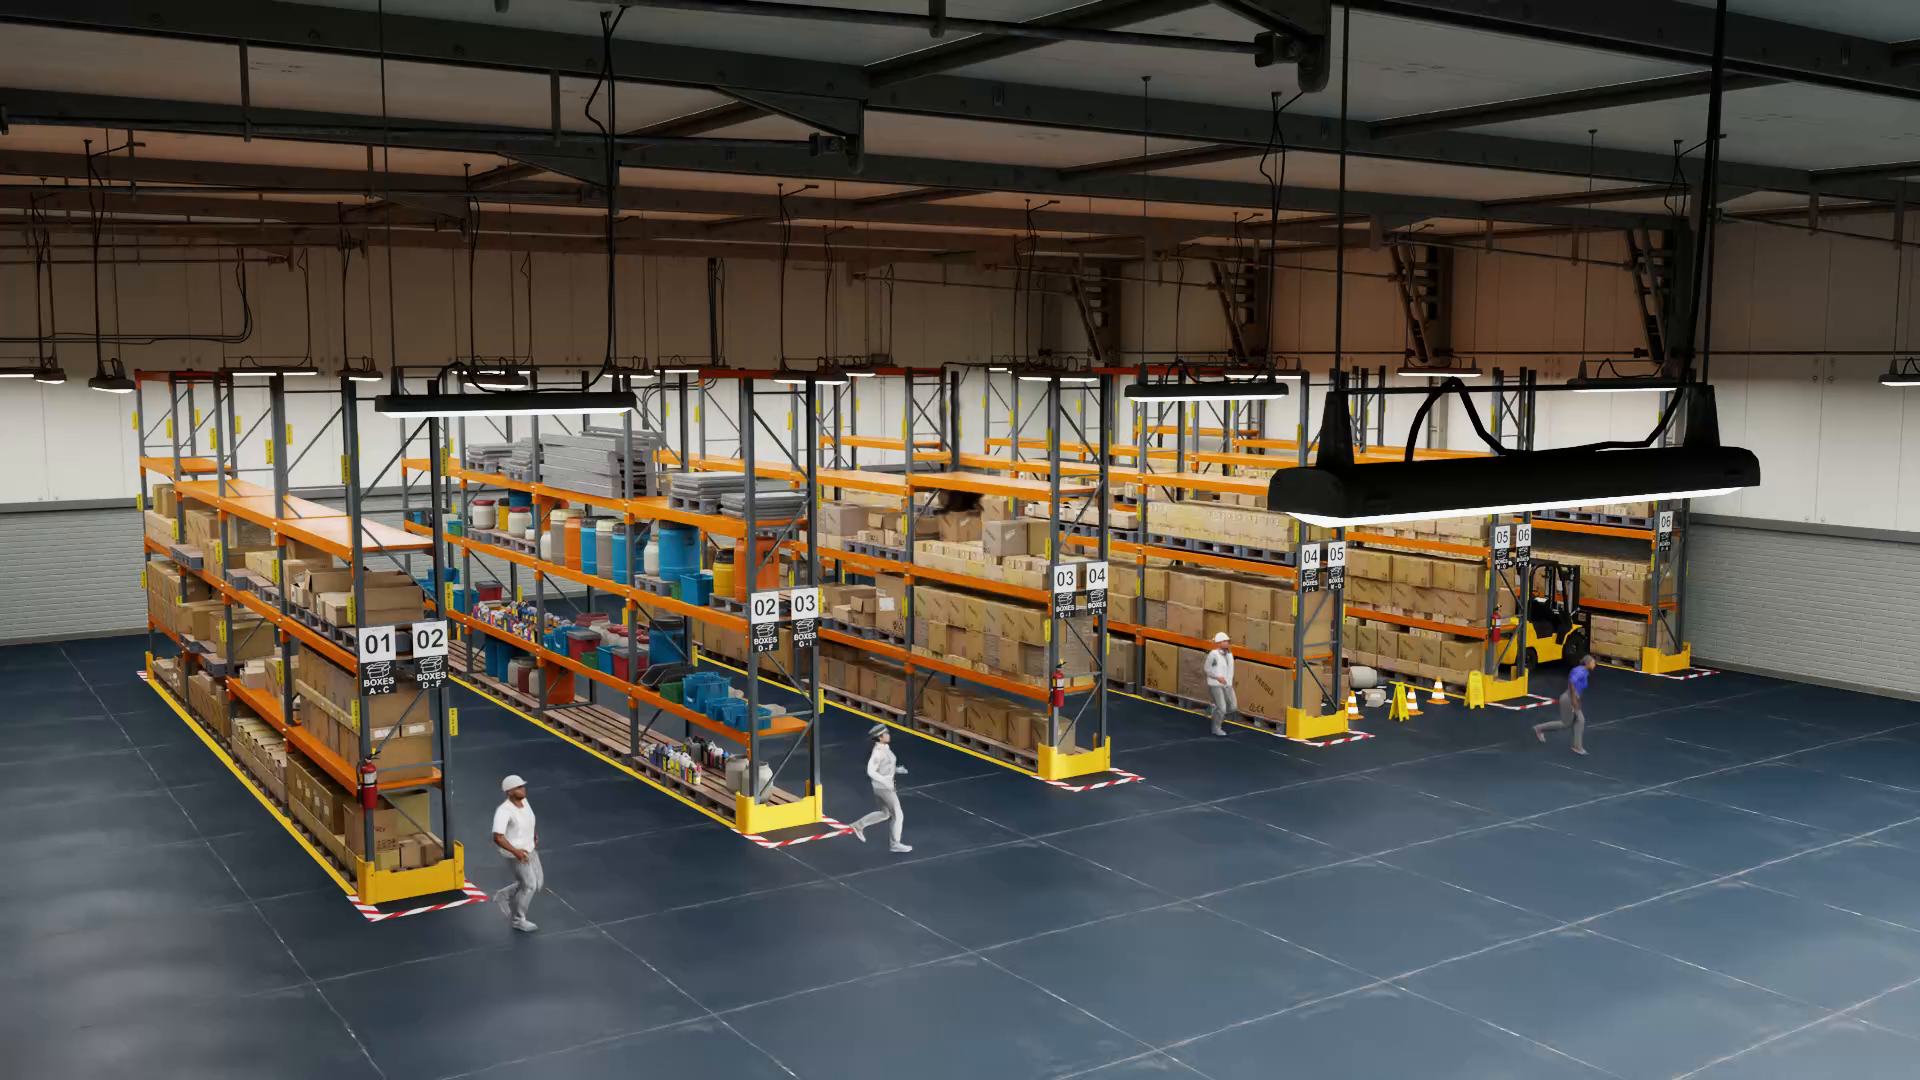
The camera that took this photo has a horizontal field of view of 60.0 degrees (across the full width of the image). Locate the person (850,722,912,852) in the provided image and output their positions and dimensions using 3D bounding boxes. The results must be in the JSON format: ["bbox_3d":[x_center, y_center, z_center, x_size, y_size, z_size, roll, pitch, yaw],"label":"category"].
[{"bbox_3d":[-0.994,3.129,21.073,0.773,1.665,0.626,0,6,0],"label":"person"}]

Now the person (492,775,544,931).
[{"bbox_3d":[-4.891,3.422,18.273,0.552,1.730,0.696,1,7,8],"label":"person"}]

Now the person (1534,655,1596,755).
[{"bbox_3d":[9.590,2.597,26.399,0.890,1.614,0.582,2,7,14],"label":"person"}]

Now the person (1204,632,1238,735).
[{"bbox_3d":[4.308,2.378,27.497,0.661,1.724,0.597,-4,8,-35],"label":"person"}]
